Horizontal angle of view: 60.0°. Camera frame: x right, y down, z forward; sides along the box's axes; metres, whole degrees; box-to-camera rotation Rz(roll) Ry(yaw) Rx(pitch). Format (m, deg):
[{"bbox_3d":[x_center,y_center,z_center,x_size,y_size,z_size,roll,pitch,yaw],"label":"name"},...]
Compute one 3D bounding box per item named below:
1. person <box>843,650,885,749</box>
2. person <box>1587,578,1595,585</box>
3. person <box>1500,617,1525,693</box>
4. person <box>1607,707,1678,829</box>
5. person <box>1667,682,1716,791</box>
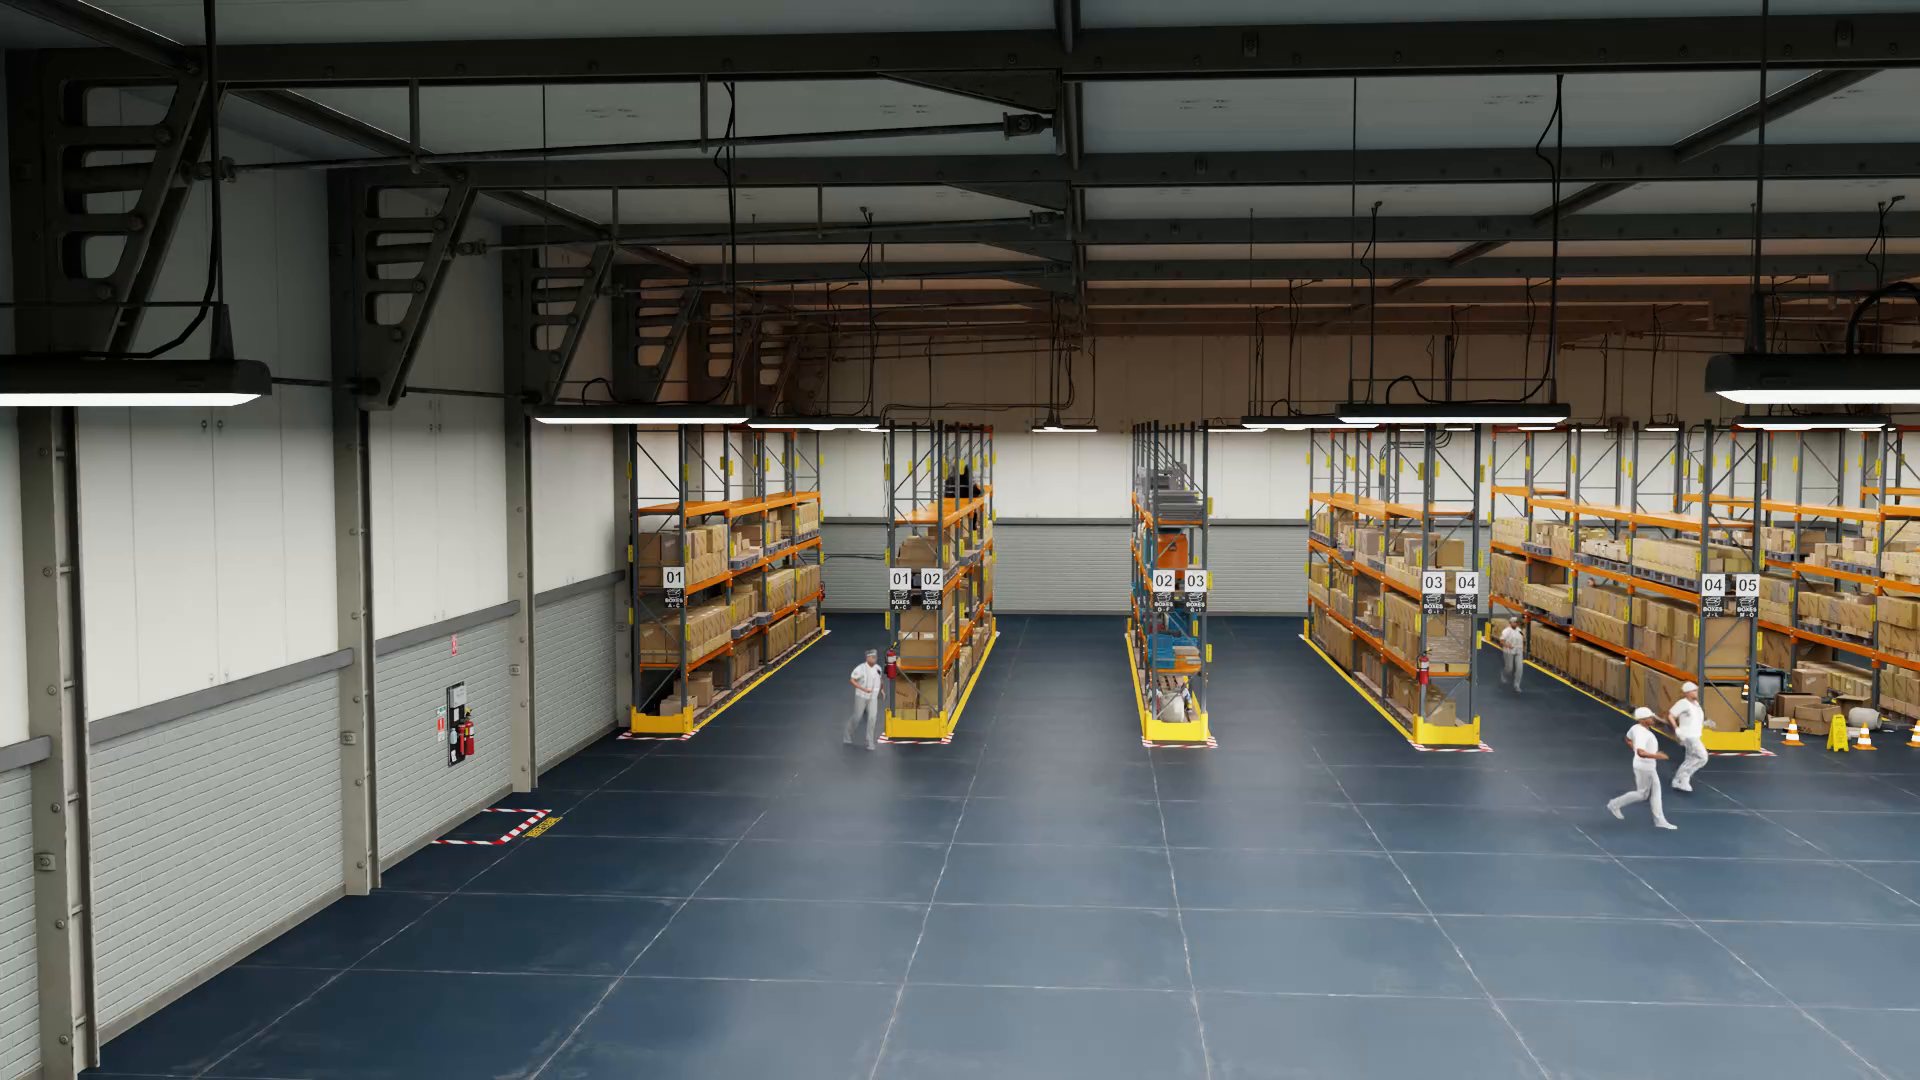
[{"bbox_3d":[-1.683,2.904,30.607,0.734,1.764,0.896,-2,4,-31],"label":"person"},{"bbox_3d":[18.307,1.929,47.360,0.945,1.702,0.666,0,4,-6],"label":"person"},{"bbox_3d":[12.386,2.547,37.256,0.607,1.659,0.849,0,4,-5],"label":"person"},{"bbox_3d":[9.914,3.304,24.126,0.956,1.762,0.700,2,4,25],"label":"person"},{"bbox_3d":[11.722,3.147,26.580,0.654,1.743,0.673,3,5,40],"label":"person"}]
